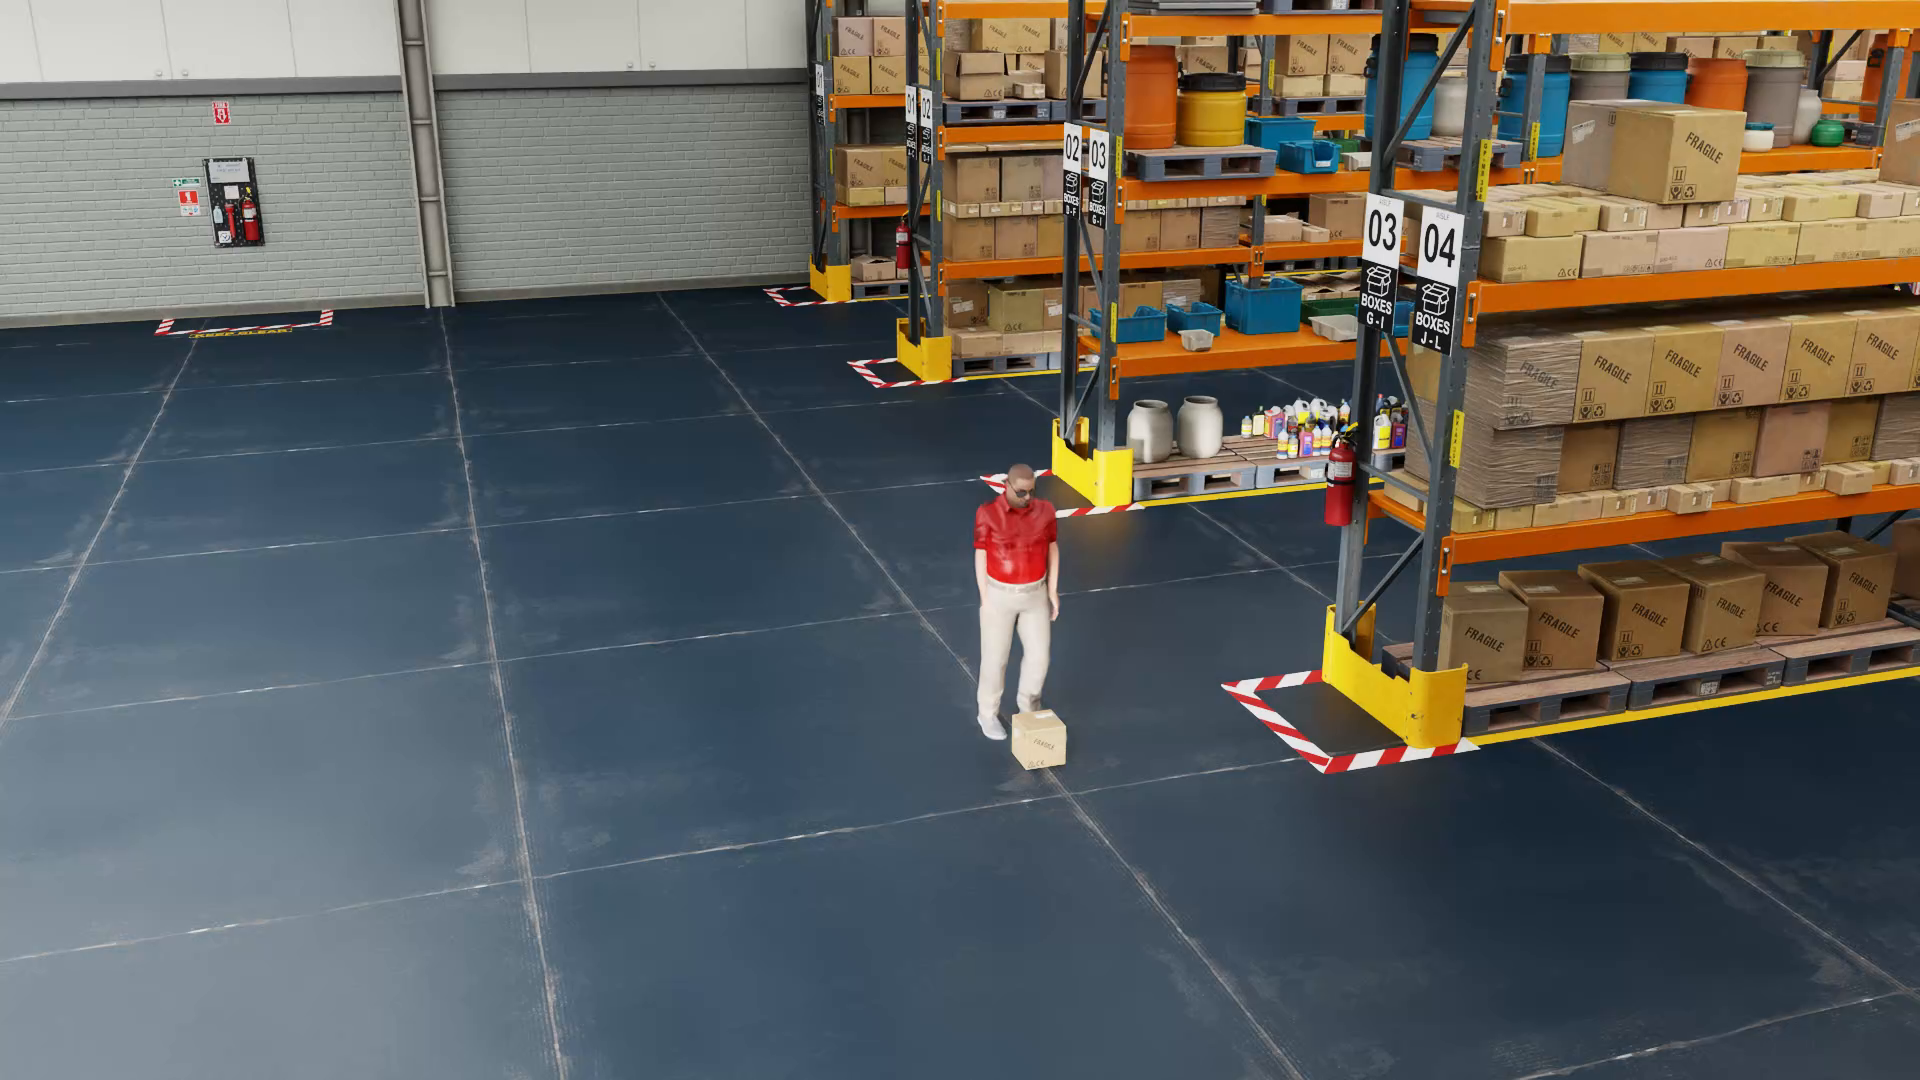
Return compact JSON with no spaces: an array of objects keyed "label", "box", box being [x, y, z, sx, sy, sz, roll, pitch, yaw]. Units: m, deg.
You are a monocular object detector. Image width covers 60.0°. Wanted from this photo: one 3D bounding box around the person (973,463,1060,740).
[{"label":"person","box":[0.355,0.356,10.096,0.534,1.719,0.362,-6,20,-16]}]
